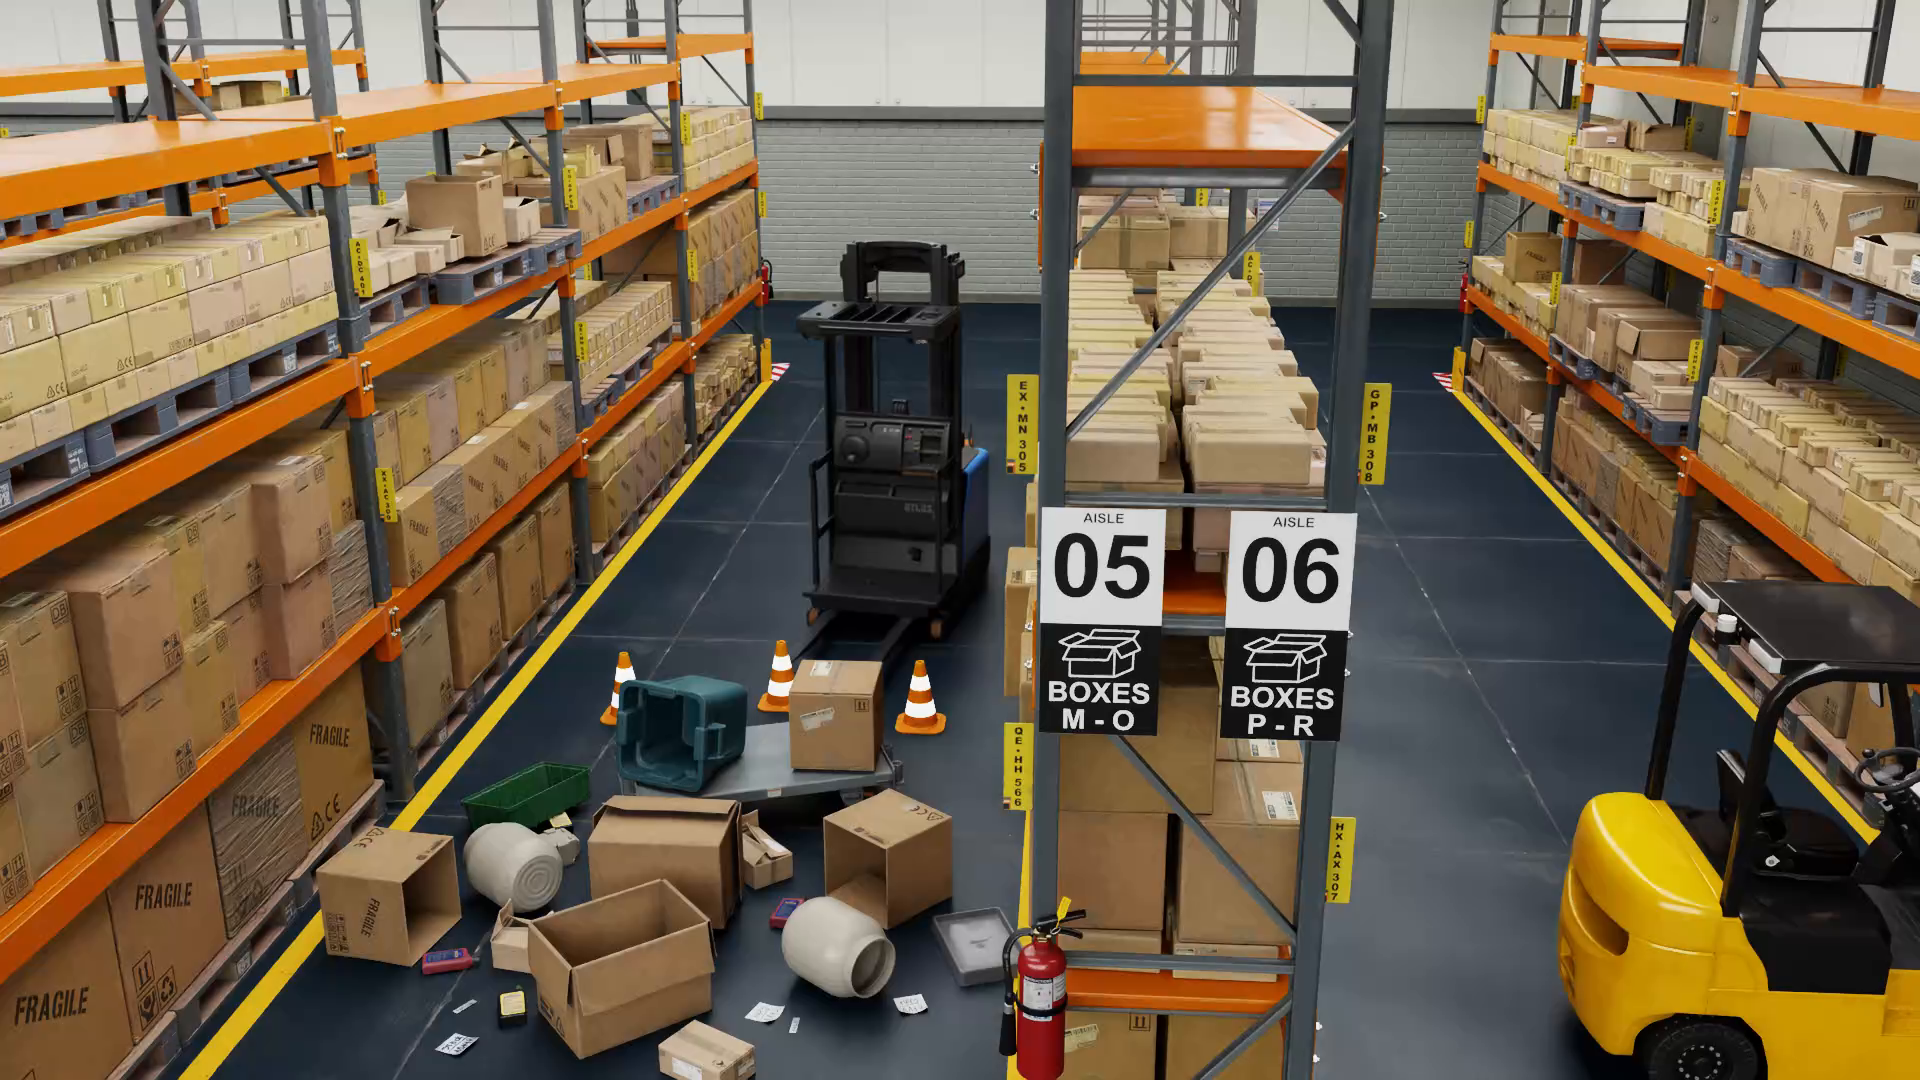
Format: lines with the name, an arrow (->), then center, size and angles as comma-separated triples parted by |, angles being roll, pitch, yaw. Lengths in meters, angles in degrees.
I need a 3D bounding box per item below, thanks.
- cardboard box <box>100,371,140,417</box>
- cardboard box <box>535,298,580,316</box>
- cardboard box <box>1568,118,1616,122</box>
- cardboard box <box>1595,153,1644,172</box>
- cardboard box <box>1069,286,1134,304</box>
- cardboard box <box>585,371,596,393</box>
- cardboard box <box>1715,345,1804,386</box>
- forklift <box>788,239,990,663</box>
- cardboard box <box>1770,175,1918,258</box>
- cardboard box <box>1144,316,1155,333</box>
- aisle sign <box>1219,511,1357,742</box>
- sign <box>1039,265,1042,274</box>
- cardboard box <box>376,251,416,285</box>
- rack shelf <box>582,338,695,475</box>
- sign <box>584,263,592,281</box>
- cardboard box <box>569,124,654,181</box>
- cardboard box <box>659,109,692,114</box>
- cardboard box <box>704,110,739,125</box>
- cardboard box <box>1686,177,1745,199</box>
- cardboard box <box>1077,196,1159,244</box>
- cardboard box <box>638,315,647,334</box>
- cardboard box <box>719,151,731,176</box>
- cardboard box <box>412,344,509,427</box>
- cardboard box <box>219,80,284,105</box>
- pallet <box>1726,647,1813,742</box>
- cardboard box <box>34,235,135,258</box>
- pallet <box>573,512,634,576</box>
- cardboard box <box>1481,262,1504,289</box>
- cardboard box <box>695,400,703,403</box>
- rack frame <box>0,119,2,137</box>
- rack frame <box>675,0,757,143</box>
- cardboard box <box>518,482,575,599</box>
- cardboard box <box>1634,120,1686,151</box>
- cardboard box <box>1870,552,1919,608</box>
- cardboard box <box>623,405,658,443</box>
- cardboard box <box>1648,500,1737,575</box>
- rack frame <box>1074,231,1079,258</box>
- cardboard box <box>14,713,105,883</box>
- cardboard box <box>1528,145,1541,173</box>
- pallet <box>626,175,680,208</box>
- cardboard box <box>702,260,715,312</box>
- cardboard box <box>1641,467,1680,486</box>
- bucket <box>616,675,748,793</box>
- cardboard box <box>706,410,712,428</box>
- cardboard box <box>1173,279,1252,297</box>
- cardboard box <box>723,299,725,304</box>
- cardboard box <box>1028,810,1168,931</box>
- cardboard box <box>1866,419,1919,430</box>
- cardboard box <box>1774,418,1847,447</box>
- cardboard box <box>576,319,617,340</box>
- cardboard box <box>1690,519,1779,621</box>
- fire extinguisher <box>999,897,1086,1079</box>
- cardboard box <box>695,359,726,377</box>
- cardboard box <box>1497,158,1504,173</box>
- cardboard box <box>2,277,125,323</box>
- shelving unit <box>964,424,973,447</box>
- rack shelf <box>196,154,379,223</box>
cardboard box -> -3.757, -0.627, 7.098 | 0.380, 0.149, 0.250 | 1, 18, 4
cardboard box -> -3.892, -2.237, 16.034 | 0.380, 0.149, 0.250 | 1, 18, 3
cardboard box -> 6.970, -4.476, 18.235 | 0.500, 0.250, 0.500 | 1, 18, 4
cardboard box -> 6.104, -3.490, 15.356 | 0.380, 0.149, 0.250 | 1, 18, 3
cardboard box -> 0.674, -1.177, 8.331 | 0.380, 0.149, 0.250 | 1, 18, 2
cardboard box -> -3.366, -1.365, 14.329 | 0.380, 0.149, 0.250 | 2, 18, 7
cardboard box -> 6.470, -1.282, 13.511 | 0.500, 0.500, 0.500 | 2, 18, 7
forklift -> -0.583, -0.752, 12.838 | 1.130, 2.935, 3.031 | 4, 19, 13
cardboard box -> 6.046, -2.220, 11.396 | 0.700, 0.500, 0.500 | 1, 18, 3
cardboard box -> 0.707, -0.951, 8.280 | 0.500, 0.250, 0.500 | 1, 18, 3
aisle sign -> 1.057, 0.287, 5.382 | 0.394, 0.787, 0.004 | 1, 18, 4
sign -> 0.485, -1.616, 9.083 | 0.100, 0.325, 0.005 | 1, 18, 4
cardboard box -> -3.583, -1.695, 10.356 | 0.250, 0.149, 0.380 | 1, 18, 4
rack shelf -> -3.475, -1.347, 15.698 | 1.077, 0.370, 4.000 | 1, 18, 4
sign -> -3.874, -2.731, 17.377 | 0.100, 0.325, 0.005 | 1, 18, 4
cardboard box -> -3.469, -3.867, 16.582 | 0.700, 0.500, 0.500 | 1, 18, 4
cardboard box -> -3.424, -5.076, 19.906 | 0.380, 0.149, 0.250 | 1, 18, 4
cardboard box -> -2.820, -4.985, 19.626 | 0.380, 0.149, 0.250 | 2, 18, 5
cardboard box -> 6.099, -2.840, 13.406 | 0.380, 0.149, 0.250 | 1, 18, 2
cardboard box -> 1.005, -2.038, 10.598 | 0.500, 0.250, 0.500 | 2, 18, 5
cardboard box -> -3.237, -2.079, 16.028 | 0.380, 0.149, 0.250 | 0, 18, 1
cardboard box -> -2.910, -4.281, 18.922 | 0.500, 0.250, 0.500 | 2, 18, 6
cardboard box -> -3.730, -1.134, 12.129 | 0.700, 0.500, 0.500 | 1, 18, 3
cardboard box -> -8.140, -5.143, 19.113 | 0.500, 0.250, 0.500 | 1, 18, 2
pallet -> 6.089, 1.079, 11.618 | 1.003, 0.211, 1.213 | 1, 18, 4
cardboard box -> -4.324, -1.415, 8.222 | 0.380, 0.149, 0.250 | 1, 18, 3
pallet -> -3.561, 0.015, 14.865 | 1.003, 0.211, 1.213 | 1, 18, 4
cardboard box -> 6.513, -3.142, 19.785 | 0.500, 0.250, 0.500 | 1, 18, 5
cardboard box -> -3.058, -1.482, 18.382 | 0.380, 0.149, 0.250 | 1, 18, 4
rack frame -> -12.925, -6.656, 21.110 | 1.000, 3.000, 0.127 | 1, 18, 4
rack frame -> -3.045, -6.403, 20.339 | 1.000, 3.000, 0.127 | 1, 18, 4
cardboard box -> -3.752, -0.011, 13.405 | 1.050, 0.750, 0.750 | 1, 18, 3
cardboard box -> 6.624, -3.833, 15.739 | 0.396, 0.266, 0.258 | 1, 18, 4
cardboard box -> 5.766, 0.272, 9.842 | 0.500, 0.250, 0.500 | 2, 18, 5
cardboard box -> -3.207, -1.117, 15.978 | 0.500, 0.250, 0.500 | 0, 18, 1
cardboard box -> 6.093, -0.027, 13.854 | 0.500, 0.500, 0.500 | 2, 18, 6
rack frame -> 1.326, -0.988, 13.449 | 1.000, 3.000, 0.127 | 1, 18, 4
cardboard box -> -4.193, 1.058, 6.962 | 0.875, 0.550, 0.550 | 1, 18, 4
cardboard box -> 6.424, -4.093, 17.868 | 0.500, 0.250, 0.500 | 2, 18, 5
pallet -> -3.482, -3.457, 16.466 | 1.213, 0.211, 1.003 | 1, 18, 4
cardboard box -> -3.017, -2.801, 18.342 | 0.500, 0.500, 0.500 | 1, 18, 4
cardboard box -> 6.111, -0.524, 14.330 | 0.380, 0.149, 0.250 | 1, 18, 2
bucket -> -1.615, 1.102, 9.886 | 0.726, 0.611, 0.620 | 8, 10, 23
cardboard box -> -2.966, -1.343, 18.436 | 0.380, 0.149, 0.250 | 2, 18, 6
cardboard box -> 1.292, -1.245, 8.539 | 0.380, 0.149, 0.250 | 1, 18, 3
cardboard box -> -2.969, -2.844, 19.517 | 0.380, 0.149, 0.250 | 2, 18, 5
cardboard box -> 0.517, 1.133, 6.338 | 0.500, 0.500, 0.500 | 1, 18, 3
cardboard box -> 6.490, -0.730, 11.457 | 0.380, 0.149, 0.250 | 1, 18, 3
cardboard box -> 5.878, -0.741, 11.492 | 0.380, 0.149, 0.250 | 2, 18, 5
cardboard box -> -3.316, -1.896, 14.991 | 0.380, 0.149, 0.250 | 2, 18, 6
cardboard box -> 6.219, 0.244, 12.829 | 0.875, 0.625, 0.625 | 2, 18, 6
fire extinguisher -> 0.285, 1.558, 5.801 | 0.296, 0.674, 0.183 | 1, 18, 4
cardboard box -> -2.963, -2.025, 19.560 | 0.380, 0.149, 0.250 | 1, 18, 4
cardboard box -> 6.447, -4.339, 19.262 | 0.380, 0.149, 0.250 | 2, 18, 5
cardboard box -> -3.758, -1.006, 6.974 | 0.380, 0.149, 0.250 | 1, 18, 3
shelving unit -> 0.004, -0.516, 15.137 | 0.215, 1.050, 0.252 | 1, 18, 4
rack shelf -> -8.128, -4.157, 19.456 | 1.077, 0.370, 4.000 | 1, 18, 4
